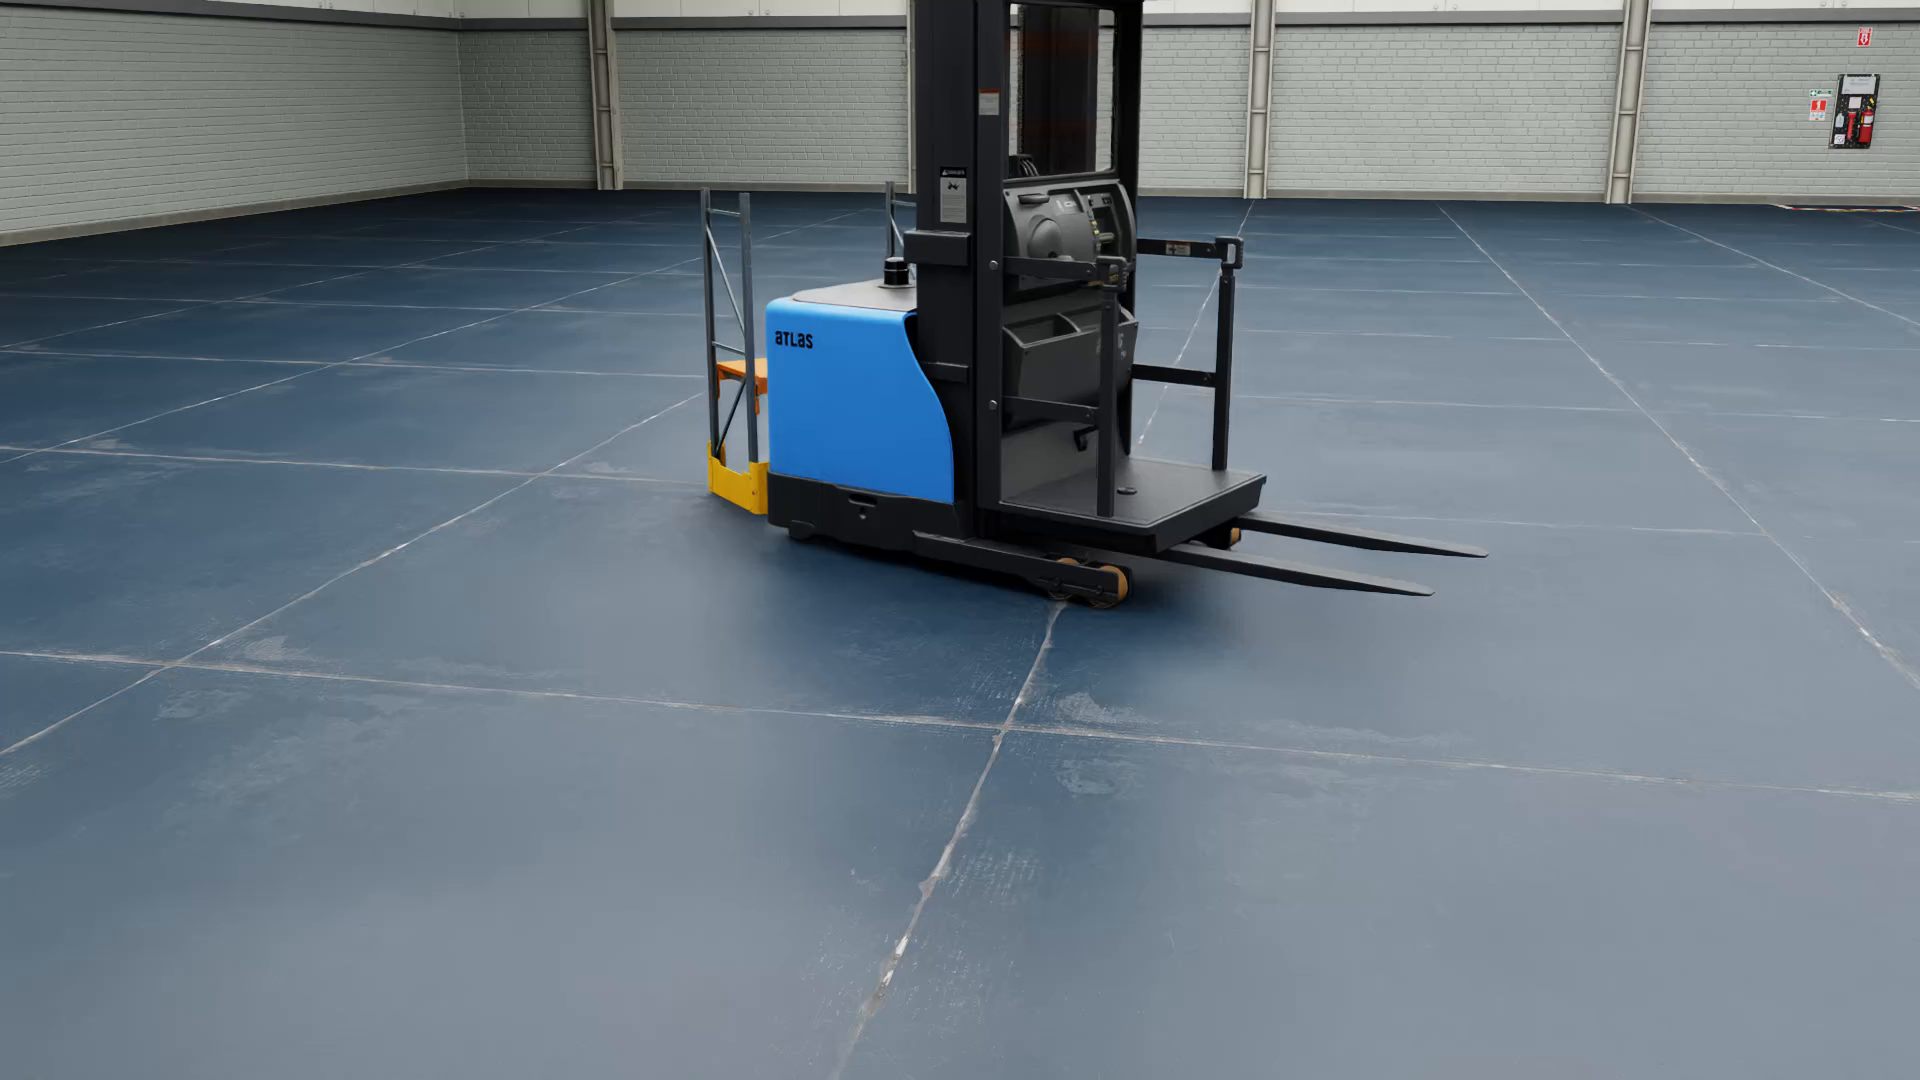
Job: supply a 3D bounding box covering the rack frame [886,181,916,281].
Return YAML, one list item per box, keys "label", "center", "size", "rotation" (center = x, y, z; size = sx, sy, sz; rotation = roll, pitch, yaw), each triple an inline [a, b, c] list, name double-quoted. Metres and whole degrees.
- label: "rack frame"
  center: [-0.237, -1.054, 8.488]
  size: [0.032, 1.500, 0.500]
  rotation: [-9, 18, -30]

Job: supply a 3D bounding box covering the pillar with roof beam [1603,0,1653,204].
- label: "pillar with roof beam"
  center: [10.185, -8.877, 22.680]
  size: [0.400, 9.000, 9.100]
  rotation: [3, 16, 11]

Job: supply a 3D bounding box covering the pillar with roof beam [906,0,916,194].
- label: "pillar with roof beam"
  center: [-1.575, -9.515, 24.985]
  size: [0.400, 9.000, 9.100]
  rotation: [3, 16, 11]

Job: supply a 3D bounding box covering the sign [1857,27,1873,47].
- label: "sign"
  center: [14.520, -8.078, 26.691]
  size: [0.199, 0.298, 0.001]
  rotation: [3, 16, 11]

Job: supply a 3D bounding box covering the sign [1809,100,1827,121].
- label: "sign"
  center: [13.987, -7.008, 27.104]
  size: [0.234, 0.329, 0.001]
  rotation: [3, 16, 11]

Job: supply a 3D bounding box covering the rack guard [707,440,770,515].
- label: "rack guard"
  center: [-1.086, -0.312, 8.151]
  size: [0.087, 0.250, 0.587]
  rotation: [-9, 18, -30]

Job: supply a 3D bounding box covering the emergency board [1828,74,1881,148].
- label: "emergency board"
  center: [14.508, -6.934, 26.905]
  size: [0.643, 1.169, 0.194]
  rotation: [3, 16, 11]

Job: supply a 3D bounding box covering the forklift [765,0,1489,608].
- label: "forklift"
  center: [0.630, -1.306, 6.715]
  size: [3.031, 2.935, 1.130]
  rotation: [11, 19, 33]

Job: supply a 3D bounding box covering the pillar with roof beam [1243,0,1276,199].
- label: "pillar with roof beam"
  center: [4.305, -9.196, 23.832]
  size: [0.400, 9.000, 9.100]
  rotation: [3, 16, 11]

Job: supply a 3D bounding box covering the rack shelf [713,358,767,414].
- label: "rack shelf"
  center: [-0.670, -0.810, 8.279]
  size: [1.000, 0.185, 0.538]
  rotation: [-9, 18, -30]

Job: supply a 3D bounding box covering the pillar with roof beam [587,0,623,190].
- label: "pillar with roof beam"
  center: [-7.454, -9.834, 26.137]
  size: [0.400, 9.000, 9.100]
  rotation: [3, 16, 11]

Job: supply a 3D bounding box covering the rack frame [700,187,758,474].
- label: "rack frame"
  center: [-1.103, -0.912, 7.975]
  size: [0.032, 1.500, 0.500]
  rotation: [-9, 18, -30]

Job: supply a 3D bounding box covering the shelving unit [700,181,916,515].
- label: "shelving unit"
  center: [-0.662, -0.984, 8.236]
  size: [1.083, 1.500, 0.587]
  rotation: [-9, 18, -30]

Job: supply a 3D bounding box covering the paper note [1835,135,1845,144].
- label: "paper note"
  center: [14.349, -6.537, 27.122]
  size: [0.142, 0.148, 0.016]
  rotation: [3, 16, 11]

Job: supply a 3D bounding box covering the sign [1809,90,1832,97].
- label: "sign"
  center: [13.990, -7.260, 27.024]
  size: [0.331, 0.109, 0.001]
  rotation: [3, 16, 11]
